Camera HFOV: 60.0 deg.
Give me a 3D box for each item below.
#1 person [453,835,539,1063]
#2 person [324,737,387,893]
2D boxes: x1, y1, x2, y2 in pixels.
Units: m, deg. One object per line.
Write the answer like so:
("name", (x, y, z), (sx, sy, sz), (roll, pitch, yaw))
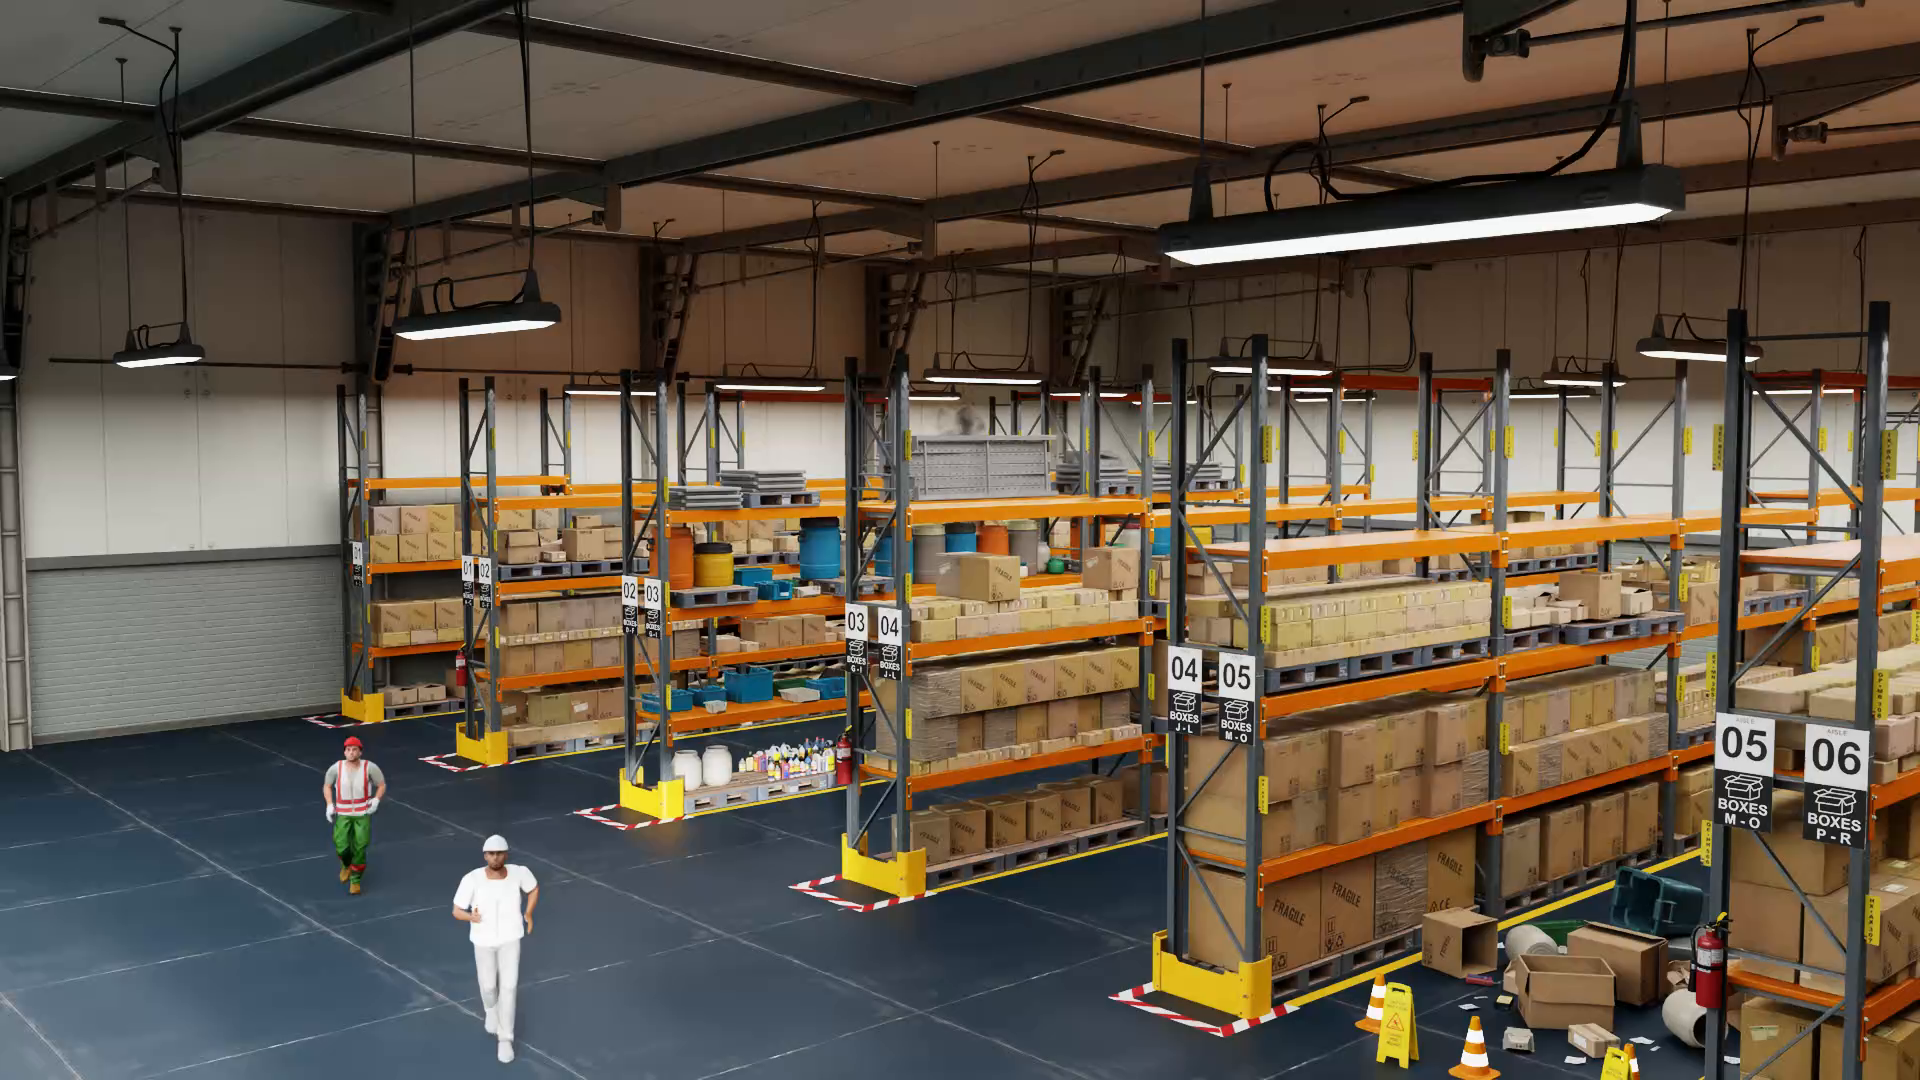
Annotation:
("person", (-3.858, 3.338, 13.853), (0.701, 1.765, 0.917), (-1, 4, -15))
("person", (-6.774, 3.069, 18.632), (0.673, 1.751, 0.590), (-1, 4, -16))
